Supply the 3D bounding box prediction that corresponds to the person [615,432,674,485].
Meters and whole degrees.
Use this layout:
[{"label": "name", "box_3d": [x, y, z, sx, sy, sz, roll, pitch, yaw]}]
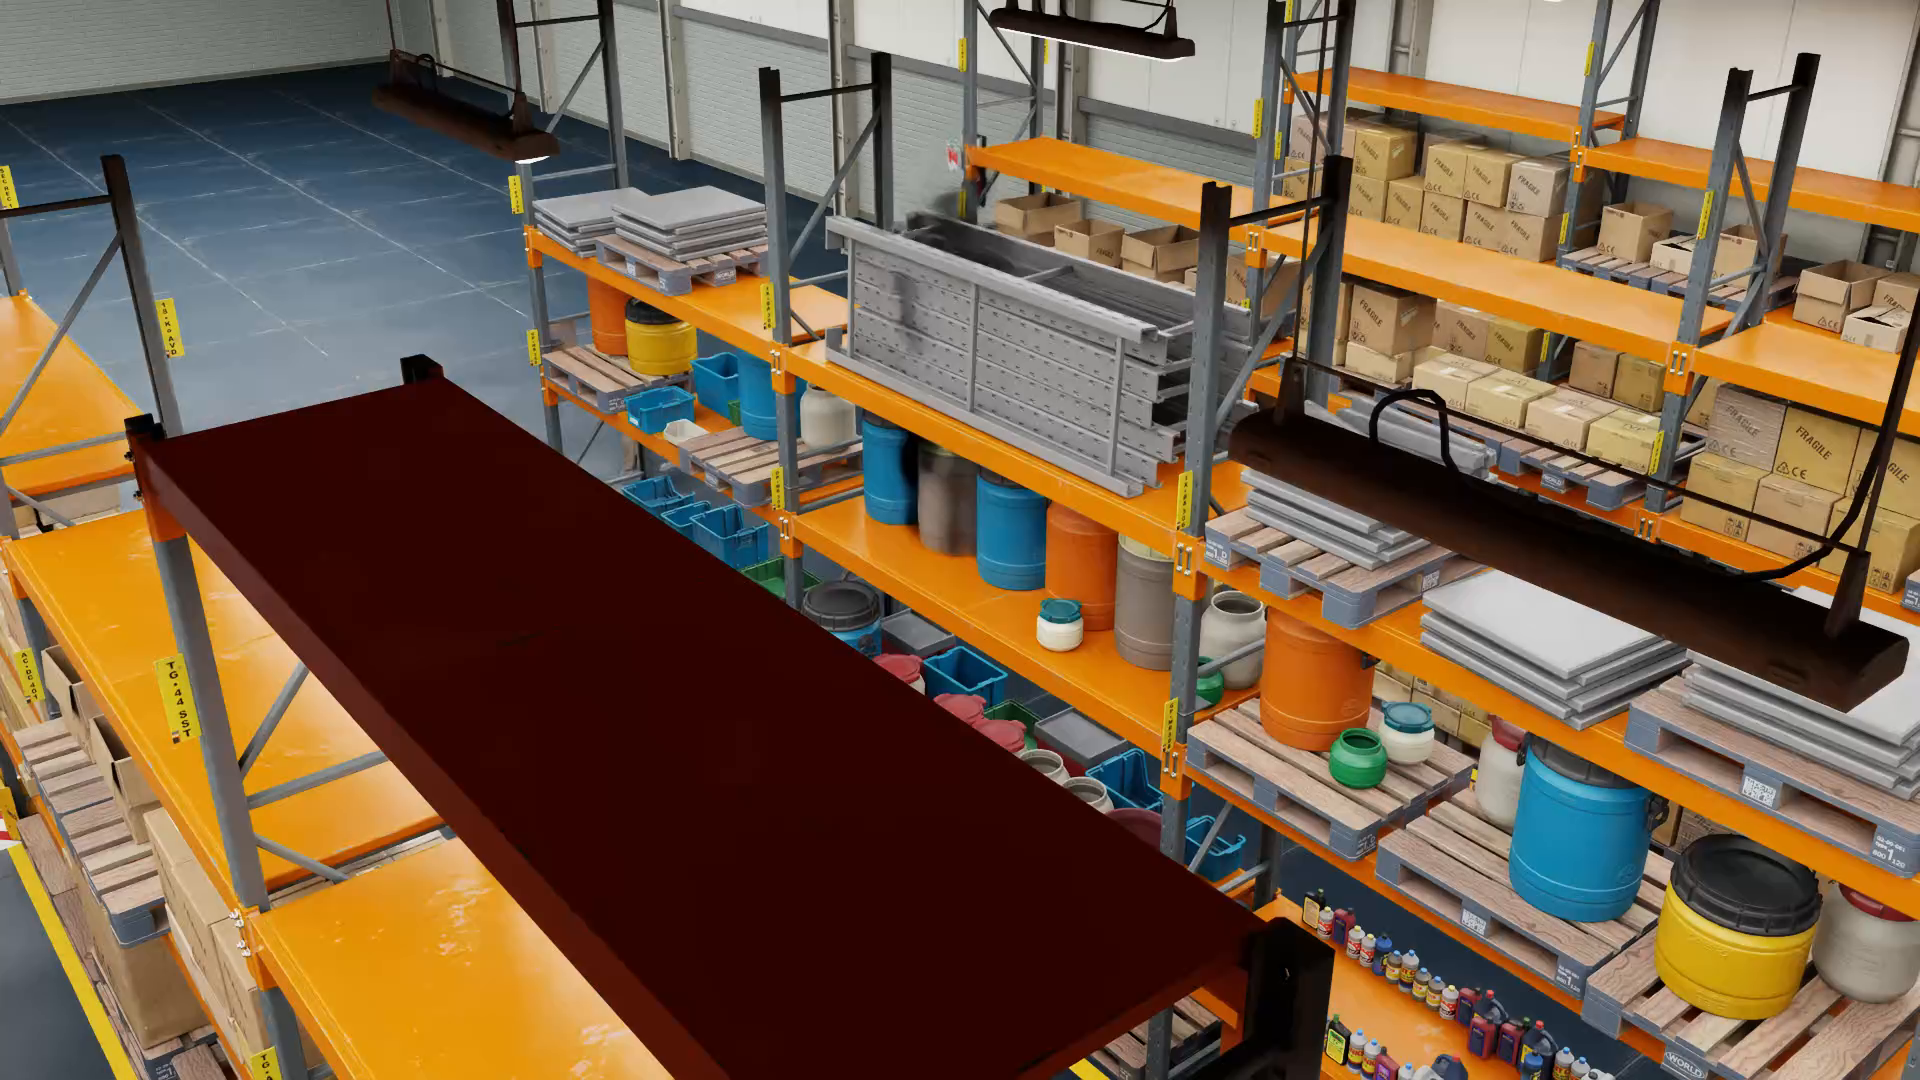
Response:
[{"label": "person", "box_3d": [-3.714, -1.542, 19.478, 0.865, 1.788, 0.630, -4, 26, -9]}]
